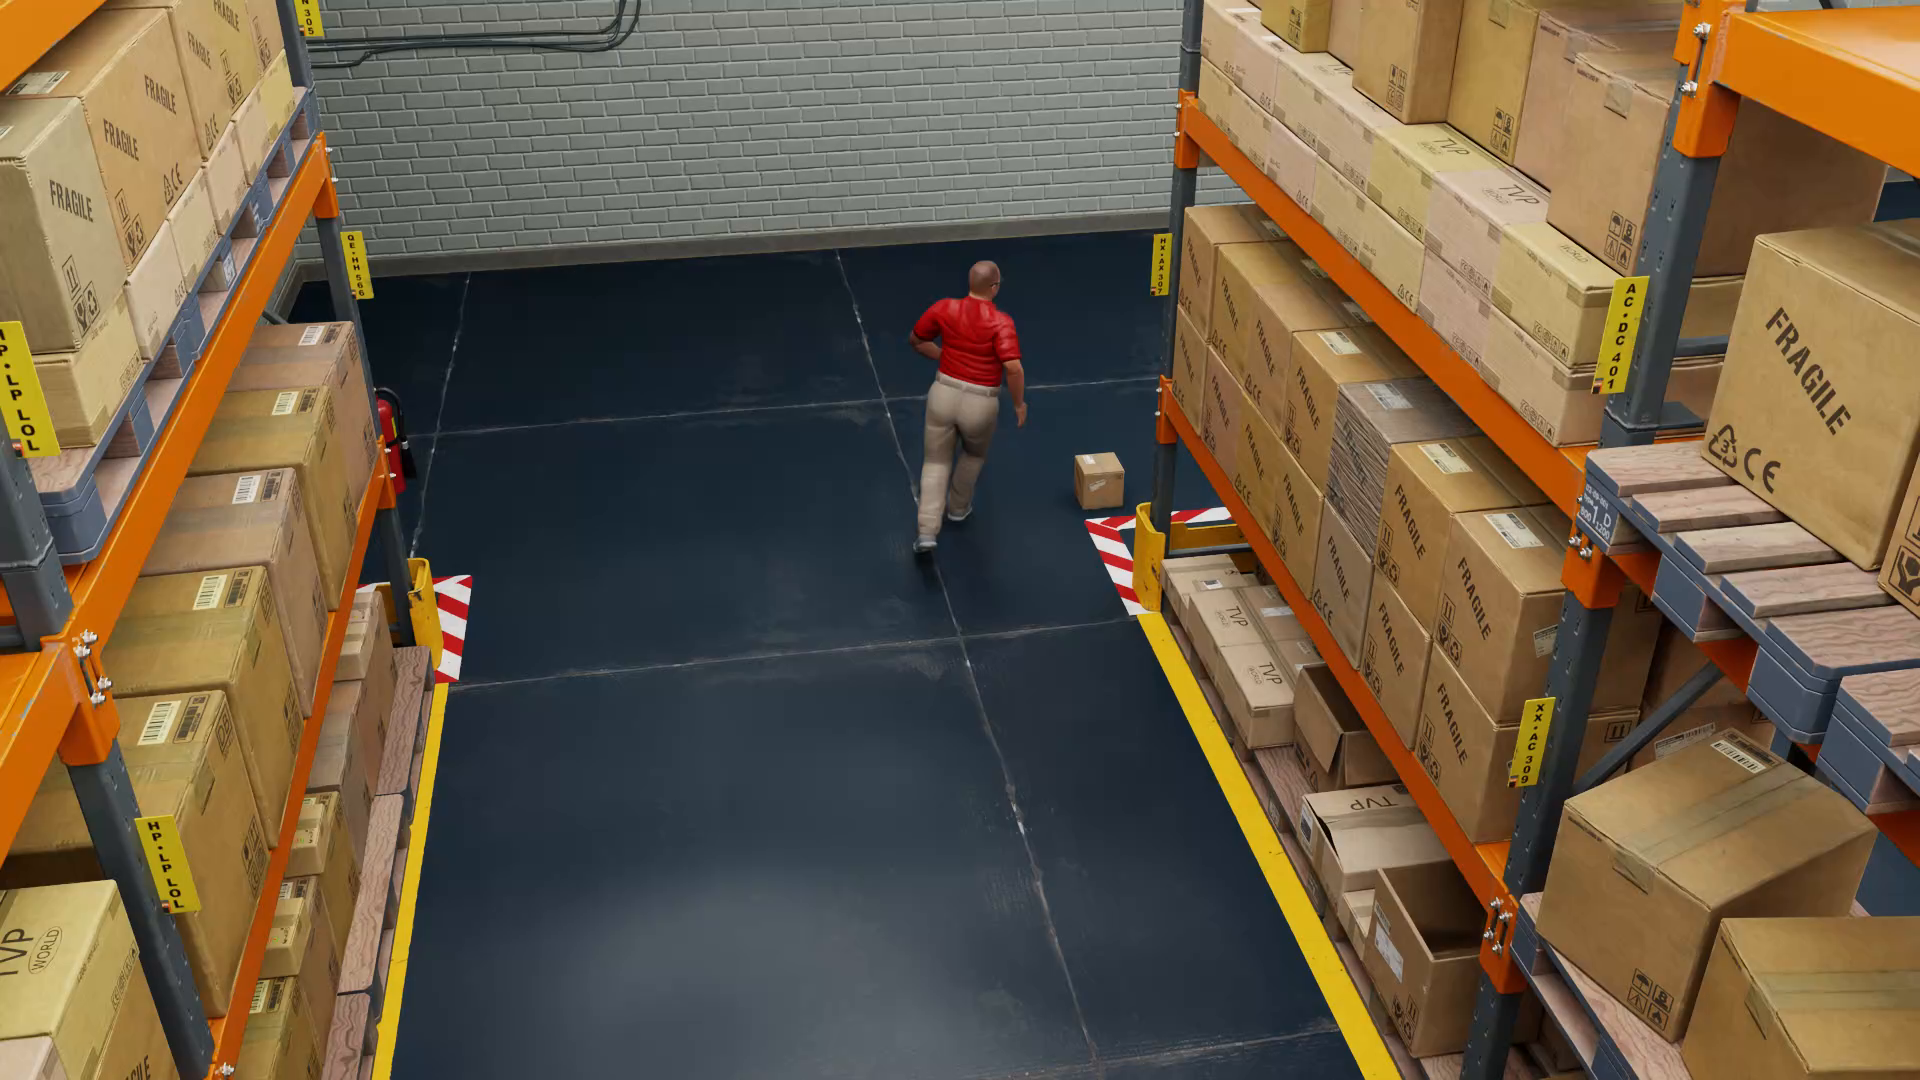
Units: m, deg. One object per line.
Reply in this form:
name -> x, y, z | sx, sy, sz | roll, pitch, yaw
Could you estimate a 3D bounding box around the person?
person -> 0.036, -0.737, 9.421 | 0.702, 1.714, 0.896 | 7, 31, 12
